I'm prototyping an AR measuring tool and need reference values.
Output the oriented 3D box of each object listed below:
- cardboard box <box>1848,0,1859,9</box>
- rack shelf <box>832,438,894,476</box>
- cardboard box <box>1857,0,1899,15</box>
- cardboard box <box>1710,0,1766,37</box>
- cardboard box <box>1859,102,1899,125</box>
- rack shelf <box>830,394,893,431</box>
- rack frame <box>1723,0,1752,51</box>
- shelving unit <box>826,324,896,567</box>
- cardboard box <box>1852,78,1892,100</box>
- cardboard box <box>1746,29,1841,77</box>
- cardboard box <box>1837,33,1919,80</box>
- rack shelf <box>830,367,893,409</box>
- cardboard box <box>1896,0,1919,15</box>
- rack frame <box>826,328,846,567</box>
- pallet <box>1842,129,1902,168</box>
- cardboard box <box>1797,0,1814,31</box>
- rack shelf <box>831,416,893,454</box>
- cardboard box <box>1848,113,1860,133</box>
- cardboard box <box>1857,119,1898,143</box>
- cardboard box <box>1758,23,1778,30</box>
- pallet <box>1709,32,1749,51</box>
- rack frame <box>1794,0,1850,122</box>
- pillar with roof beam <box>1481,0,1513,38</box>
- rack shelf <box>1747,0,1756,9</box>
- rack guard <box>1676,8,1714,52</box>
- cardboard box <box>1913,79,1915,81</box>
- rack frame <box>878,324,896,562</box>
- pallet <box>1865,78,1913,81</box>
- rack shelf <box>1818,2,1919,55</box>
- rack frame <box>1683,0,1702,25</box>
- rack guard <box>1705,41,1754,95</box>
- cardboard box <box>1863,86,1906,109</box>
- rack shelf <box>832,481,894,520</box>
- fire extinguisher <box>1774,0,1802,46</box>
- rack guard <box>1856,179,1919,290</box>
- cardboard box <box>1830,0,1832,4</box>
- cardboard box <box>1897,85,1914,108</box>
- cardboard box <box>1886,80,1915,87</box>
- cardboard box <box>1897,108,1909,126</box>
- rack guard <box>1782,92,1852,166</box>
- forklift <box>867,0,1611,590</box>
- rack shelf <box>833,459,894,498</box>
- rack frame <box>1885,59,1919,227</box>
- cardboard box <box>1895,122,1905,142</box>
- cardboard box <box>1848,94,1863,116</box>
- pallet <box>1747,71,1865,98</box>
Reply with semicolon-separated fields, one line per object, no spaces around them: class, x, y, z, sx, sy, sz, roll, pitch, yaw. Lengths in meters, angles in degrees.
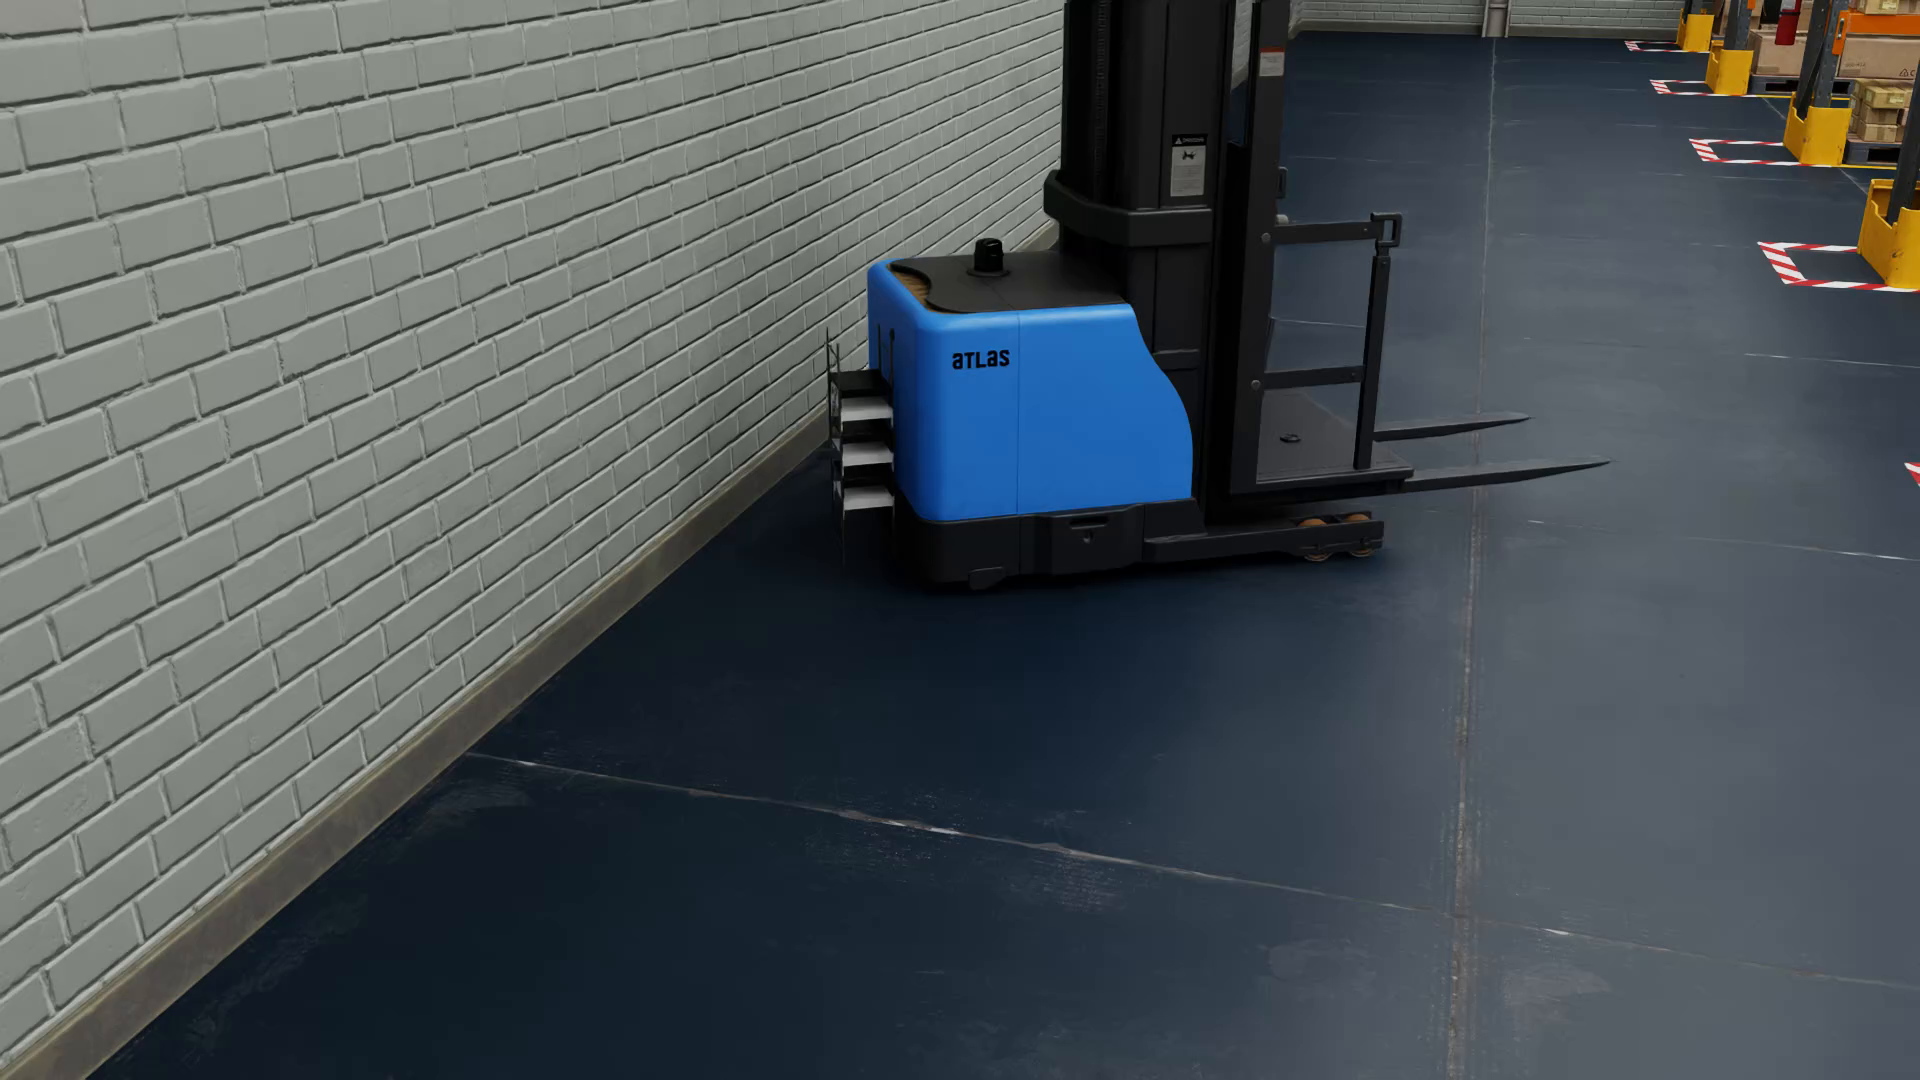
cardboard box;8.280;-4.950;15.217;0.250;0.149;0.380;7;23;16
rack shelf;-0.384;-0.335;6.488;0.200;0.077;0.258;-6;23;-14
cardboard box;8.102;-4.729;14.676;0.250;0.149;0.380;6;23;15
cardboard box;11.208;-7.551;23.961;0.637;0.503;0.797;6;23;13
cardboard box;8.314;-3.862;15.043;0.250;0.149;0.380;8;23;18
rack shelf;-0.384;-0.501;6.420;0.200;0.077;0.258;-6;23;-14
rack frame;9.219;-6.809;19.417;0.127;3.000;1.000;7;23;16
shelving unit;-0.384;-0.365;6.475;0.210;0.900;0.258;-6;23;-14
cardboard box;8.466;-4.184;15.437;0.250;0.149;0.380;7;23;16
cardboard box;9.880;-5.782;19.736;0.875;0.438;0.875;6;23;14
cardboard box;10.759;-5.685;19.499;0.875;0.438;0.875;7;23;17
rack shelf;-0.384;-0.584;6.385;0.200;0.077;0.258;-6;23;-14
cardboard box;8.357;-4.716;14.645;0.250;0.149;0.380;7;23;17
rack frame;-0.482;-0.356;6.451;0.006;0.900;0.240;-6;23;-14
pallet;8.727;-3.599;15.266;1.213;0.211;1.003;7;23;16
cardboard box;12.015;-7.441;23.699;0.500;0.500;0.700;8;23;18
rack shelf;-0.384;-0.418;6.454;0.200;0.077;0.258;-6;23;-14
cardboard box;8.450;-3.893;15.511;0.250;0.149;0.380;7;23;16
cardboard box;8.295;-3.701;15.043;0.250;0.149;0.380;7;23;17
cardboard box;11.603;-7.326;23.881;0.250;0.149;0.380;6;23;13
pallet;11.486;-7.227;24.111;1.213;0.211;1.003;7;23;16
rack frame;7.886;-4.999;15.006;0.127;3.000;1.000;7;23;16
pillar with roof beam;7.085;-10.447;20.382;0.400;9.000;9.100;7;23;16
rack shelf;11.134;-6.257;19.019;4.000;0.370;1.077;7;23;16
rack guard;10.722;-7.448;24.269;0.348;0.500;1.175;7;23;16
cardboard box;8.975;-4.153;15.362;0.250;0.149;0.380;6;23;14
rack frame;-0.285;-0.375;6.499;0.006;0.900;0.240;-6;23;-14
pallet;11.172;-5.325;19.474;1.213;0.211;1.003;7;23;16
rack shelf;9.801;-4.447;14.608;4.000;0.370;1.077;7;23;16
rack frame;10.650;-8.613;23.815;0.127;3.000;1.000;7;23;16
rack guard;9.196;-5.655;19.898;0.348;0.500;1.175;7;23;16
cardboard box;8.290;-3.969;14.913;0.250;0.149;0.380;5;23;13
rack shelf;-0.384;-0.168;6.556;0.200;0.077;0.258;-6;23;-14
fire extinguisher;7.778;-4.986;15.567;0.183;0.674;0.296;7;23;16
rack guard;6.334;-2.055;11.120;0.348;0.500;1.175;7;23;16
cardboard box;12.492;-7.347;23.469;0.500;0.500;0.500;7;23;17
cardboard box;8.588;-3.983;14.946;0.250;0.149;0.380;7;23;16
cardboard box;8.690;-4.136;15.319;0.250;0.149;0.380;7;23;17
cardboard box;8.560;-3.811;14.920;0.250;0.149;0.380;6;23;15
rack guard;7.959;-3.835;15.460;0.348;0.500;1.175;7;23;16
forklift;1.189;-1.458;6.462;3.031;2.935;1.130;-6;23;-14
rack shelf;-0.384;-0.251;6.522;0.200;0.077;0.258;-6;23;-14
rack frame;6.357;-3.208;10.639;0.127;3.000;1.000;7;23;16
cardboard box;8.570;-3.702;15.046;0.250;0.149;0.380;6;23;15
cardboard box;8.474;-4.058;15.522;0.250;0.149;0.380;6;23;14
pallet;10.007;-5.460;19.802;1.213;0.211;1.003;7;23;16
